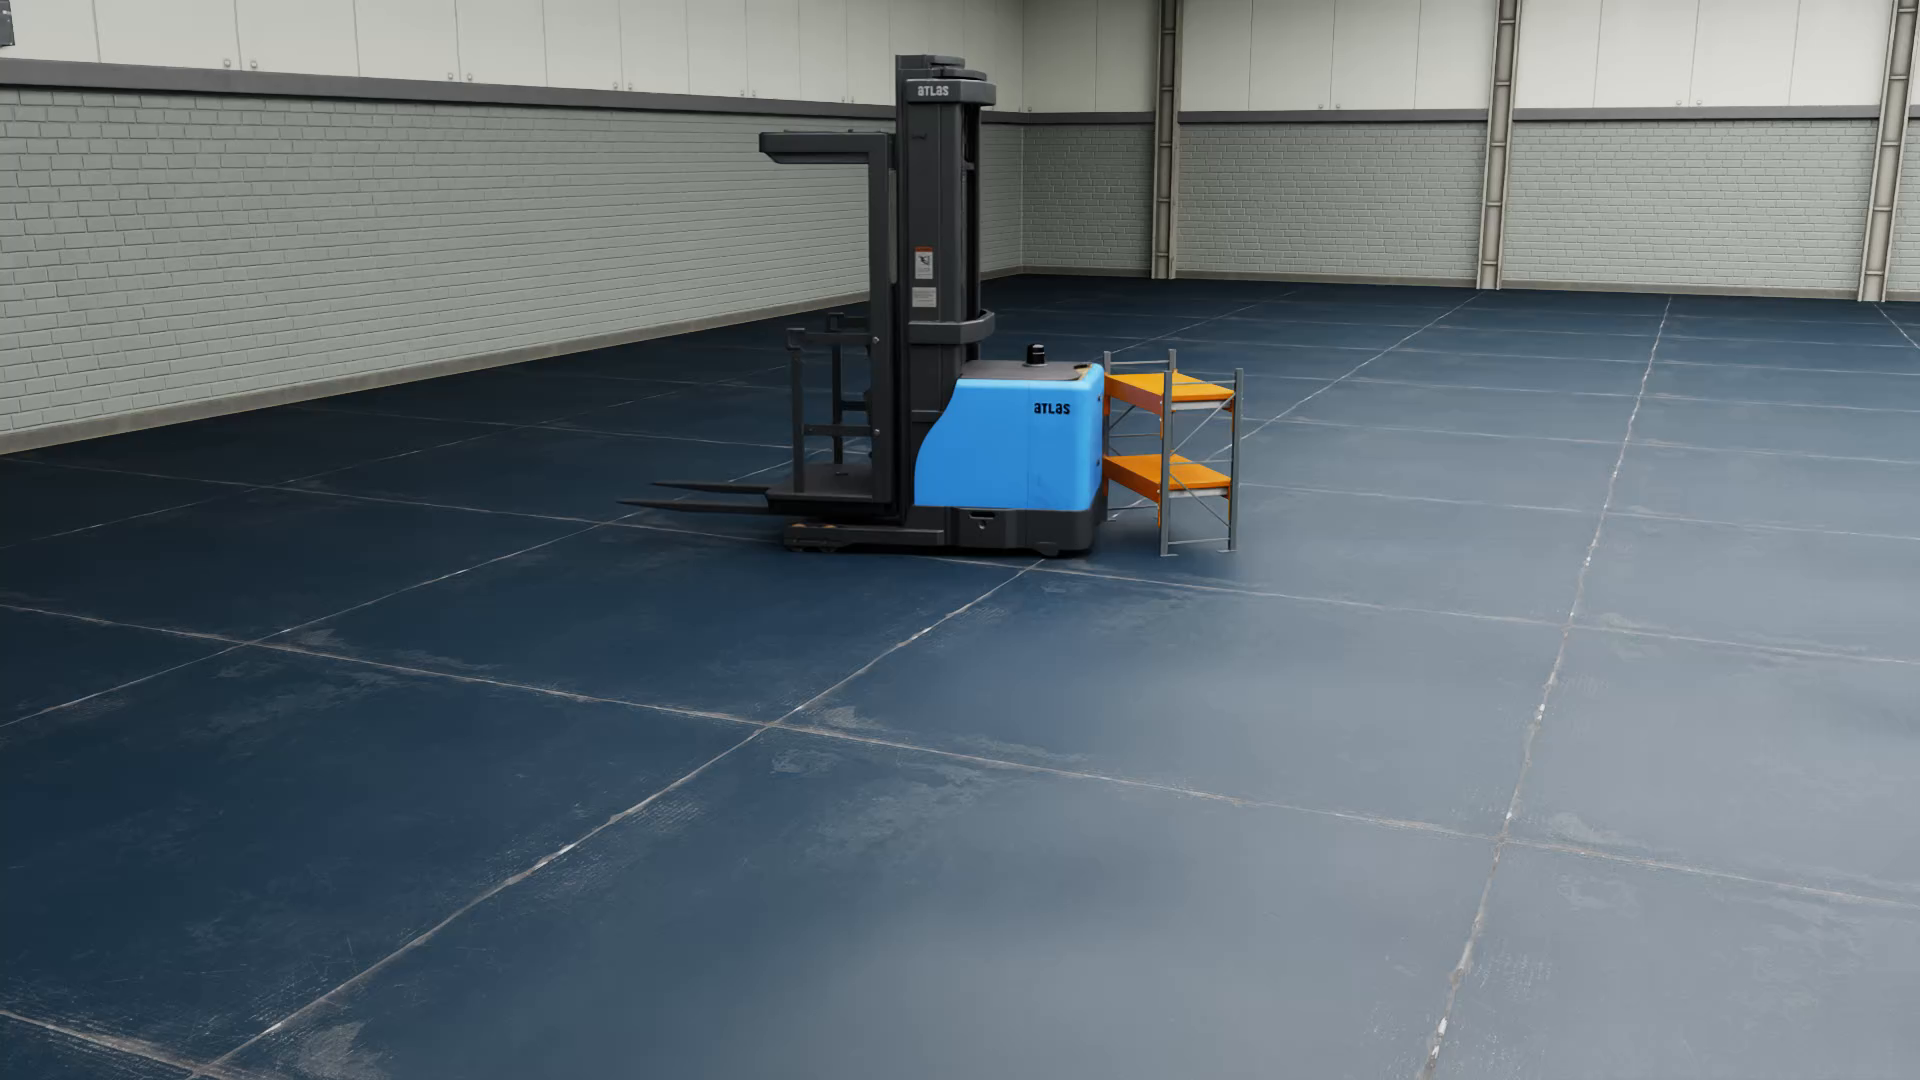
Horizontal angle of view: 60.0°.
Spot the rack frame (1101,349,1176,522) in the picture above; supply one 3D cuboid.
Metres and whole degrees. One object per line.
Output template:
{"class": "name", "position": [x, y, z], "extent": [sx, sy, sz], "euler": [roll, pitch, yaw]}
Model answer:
{"class": "rack frame", "position": [1.170, -0.687, 10.965], "extent": [0.500, 1.125, 0.032], "euler": [-4, 14, -16]}

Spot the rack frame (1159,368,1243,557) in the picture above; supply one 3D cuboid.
{"class": "rack frame", "position": [1.450, -0.464, 10.013], "extent": [0.500, 1.125, 0.032], "euler": [-4, 14, -16]}

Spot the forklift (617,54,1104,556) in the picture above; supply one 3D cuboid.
{"class": "forklift", "position": [-0.635, -1.468, 10.341], "extent": [3.031, 2.935, 1.130], "euler": [2, 13, 10]}

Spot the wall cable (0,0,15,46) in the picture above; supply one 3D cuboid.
{"class": "wall cable", "position": [-7.154, -7.009, 13.225], "extent": [0.169, 6.003, 2.305], "euler": [6, 14, 23]}

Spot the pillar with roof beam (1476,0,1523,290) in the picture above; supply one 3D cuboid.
{"class": "pillar with roof beam", "position": [7.645, -7.948, 24.671], "extent": [0.400, 9.000, 9.100], "euler": [6, 14, 23]}

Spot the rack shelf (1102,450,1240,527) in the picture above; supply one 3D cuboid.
{"class": "rack shelf", "position": [1.310, -0.337, 10.545], "extent": [0.538, 0.278, 1.000], "euler": [-4, 14, -16]}

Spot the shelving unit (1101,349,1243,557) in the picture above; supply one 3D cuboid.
{"class": "shelving unit", "position": [1.310, -0.575, 10.489], "extent": [0.538, 1.125, 1.048], "euler": [-4, 14, -16]}

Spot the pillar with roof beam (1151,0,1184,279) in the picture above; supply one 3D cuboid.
{"class": "pillar with roof beam", "position": [2.159, -8.503, 27.037], "extent": [0.400, 9.000, 9.100], "euler": [6, 14, 23]}

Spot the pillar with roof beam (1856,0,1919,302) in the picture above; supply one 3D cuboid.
{"class": "pillar with roof beam", "position": [13.131, -7.393, 22.305], "extent": [0.400, 9.000, 9.100], "euler": [6, 14, 23]}

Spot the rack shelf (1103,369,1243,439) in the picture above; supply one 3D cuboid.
{"class": "rack shelf", "position": [1.310, -0.860, 10.422], "extent": [0.538, 0.278, 1.000], "euler": [-4, 14, -16]}
